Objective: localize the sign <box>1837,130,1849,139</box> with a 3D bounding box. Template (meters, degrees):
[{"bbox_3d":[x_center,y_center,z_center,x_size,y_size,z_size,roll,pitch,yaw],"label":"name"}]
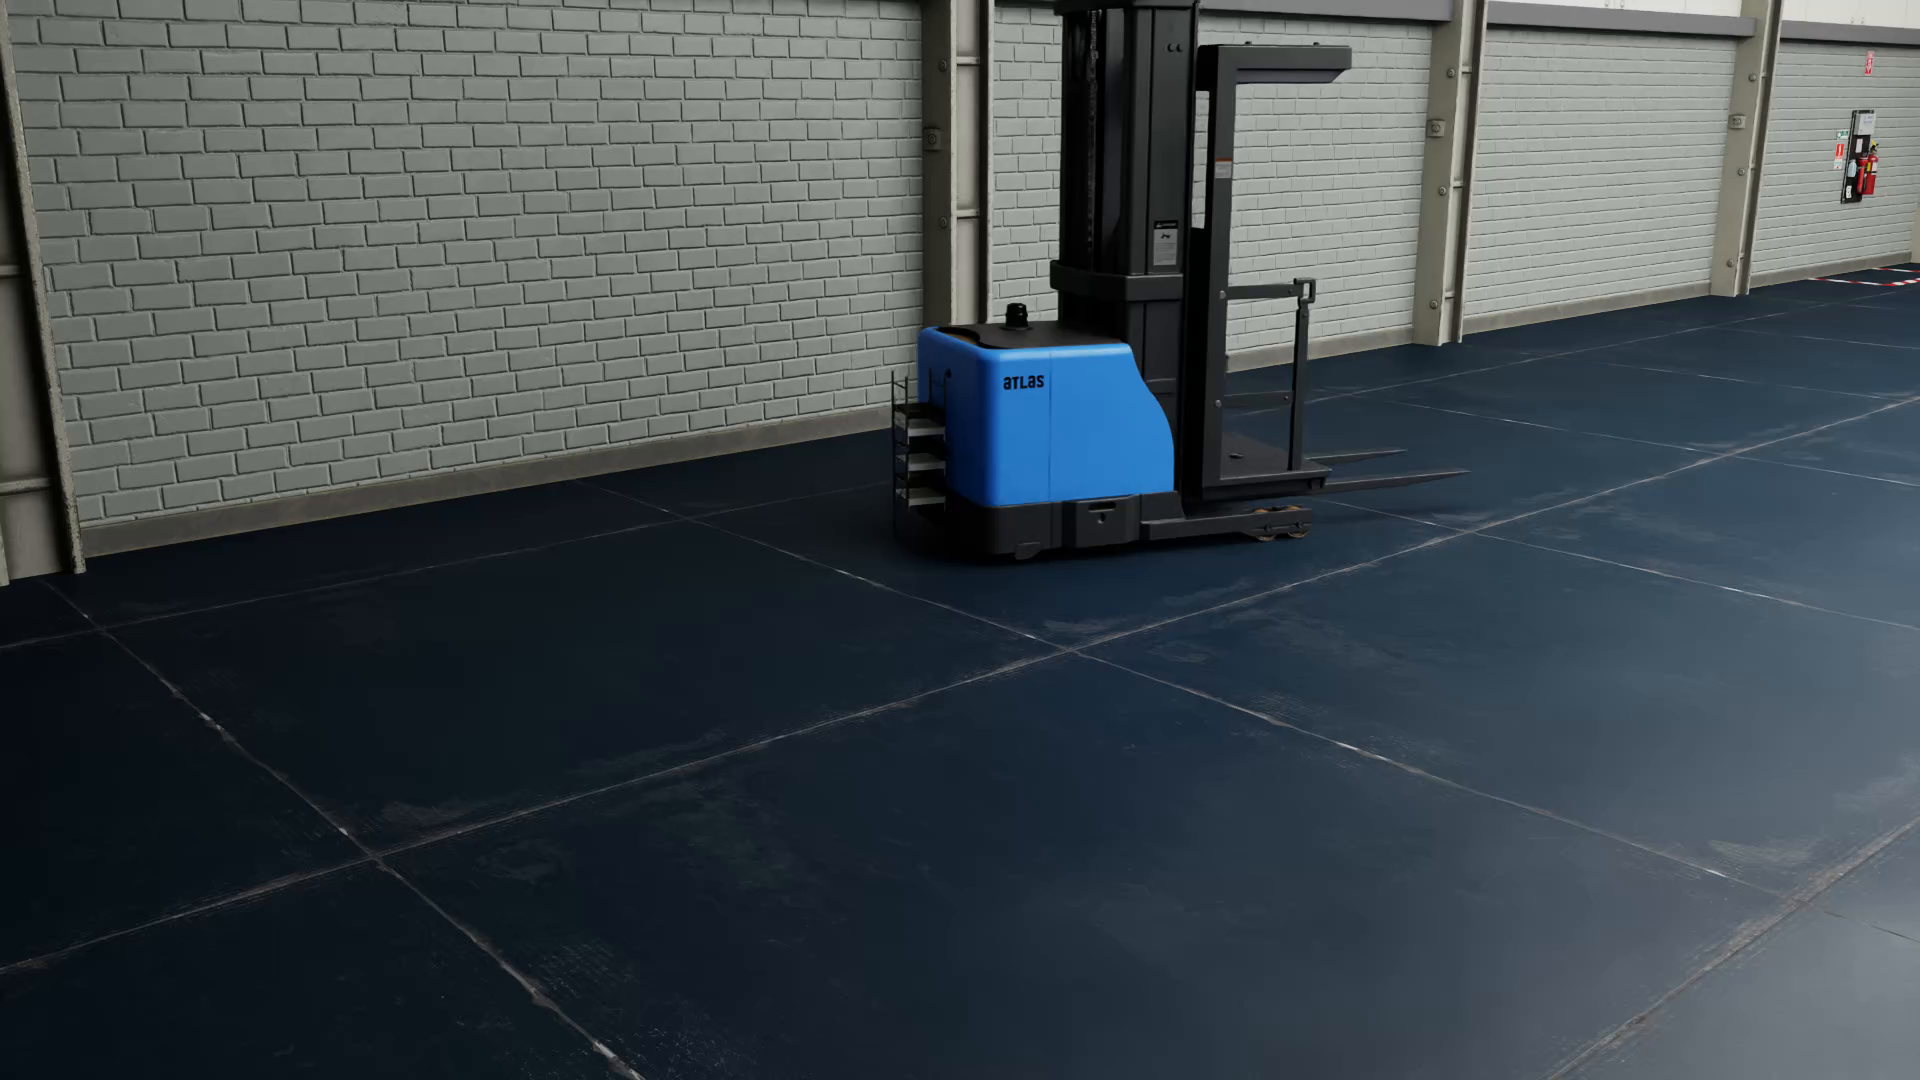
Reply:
[{"bbox_3d":[11.200,-5.143,21.095,0.331,0.109,0.001,-13,19,-39],"label":"sign"}]

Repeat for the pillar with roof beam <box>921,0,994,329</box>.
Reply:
[{"bbox_3d":[2.812,-4.366,7.659,0.400,9.000,9.100,-13,19,-39],"label":"pillar with roof beam"}]

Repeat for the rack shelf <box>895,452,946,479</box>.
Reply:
[{"bbox_3d":[-0.212,-0.386,8.580,0.200,0.077,0.258,-5,16,-20],"label":"rack shelf"}]

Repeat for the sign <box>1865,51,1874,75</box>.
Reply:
[{"bbox_3d":[11.604,-6.082,21.215,0.199,0.298,0.001,-13,19,-39],"label":"sign"}]

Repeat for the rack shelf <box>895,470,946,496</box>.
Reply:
[{"bbox_3d":[-0.212,-0.299,8.603,0.200,0.077,0.258,-5,16,-20],"label":"rack shelf"}]

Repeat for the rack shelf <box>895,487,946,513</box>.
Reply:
[{"bbox_3d":[-0.212,-0.212,8.627,0.200,0.077,0.258,-5,16,-20],"label":"rack shelf"}]

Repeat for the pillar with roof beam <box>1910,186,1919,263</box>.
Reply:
[{"bbox_3d":[16.391,-7.416,19.075,0.400,9.000,9.100,-13,19,-39],"label":"pillar with roof beam"}]

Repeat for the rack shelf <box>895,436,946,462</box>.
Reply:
[{"bbox_3d":[-0.212,-0.473,8.557,0.200,0.077,0.258,-5,16,-20],"label":"rack shelf"}]

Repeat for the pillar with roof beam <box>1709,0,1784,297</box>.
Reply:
[{"bbox_3d":[11.865,-6.399,15.269,0.400,9.000,9.100,-13,19,-39],"label":"pillar with roof beam"}]

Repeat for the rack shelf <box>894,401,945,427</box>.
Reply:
[{"bbox_3d":[-0.212,-0.647,8.511,0.200,0.077,0.258,-5,16,-20],"label":"rack shelf"}]

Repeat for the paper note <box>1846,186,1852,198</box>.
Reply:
[{"bbox_3d":[11.497,-4.502,21.499,0.142,0.148,0.016,-13,19,-39],"label":"paper note"}]

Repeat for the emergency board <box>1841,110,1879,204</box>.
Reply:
[{"bbox_3d":[11.676,-4.944,21.447,0.643,1.169,0.194,-13,19,-39],"label":"emergency board"}]

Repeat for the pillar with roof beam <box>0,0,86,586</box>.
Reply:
[{"bbox_3d":[-1.714,-3.350,3.854,0.400,9.000,9.100,-13,19,-39],"label":"pillar with roof beam"}]

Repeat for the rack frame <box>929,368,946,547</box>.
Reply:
[{"bbox_3d":[-0.116,-0.427,8.606,0.006,0.900,0.240,-5,16,-20],"label":"rack frame"}]

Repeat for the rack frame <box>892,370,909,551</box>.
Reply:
[{"bbox_3d":[-0.307,-0.409,8.537,0.006,0.900,0.240,-5,16,-20],"label":"rack frame"}]

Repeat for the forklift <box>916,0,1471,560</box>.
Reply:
[{"bbox_3d":[1.335,-1.530,8.799,3.031,2.935,1.130,-5,16,-20],"label":"forklift"}]

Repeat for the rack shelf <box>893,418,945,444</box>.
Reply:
[{"bbox_3d":[-0.212,-0.560,8.534,0.200,0.077,0.258,-5,16,-20],"label":"rack shelf"}]

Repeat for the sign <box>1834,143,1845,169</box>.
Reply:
[{"bbox_3d":[11.191,-4.888,21.167,0.234,0.329,0.001,-13,19,-39],"label":"sign"}]

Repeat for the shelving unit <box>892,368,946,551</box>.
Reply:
[{"bbox_3d":[-0.212,-0.418,8.572,0.210,0.900,0.258,-5,16,-20],"label":"shelving unit"}]

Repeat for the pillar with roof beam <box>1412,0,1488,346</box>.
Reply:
[{"bbox_3d":[7.338,-5.383,11.464,0.400,9.000,9.100,-13,19,-39],"label":"pillar with roof beam"}]
